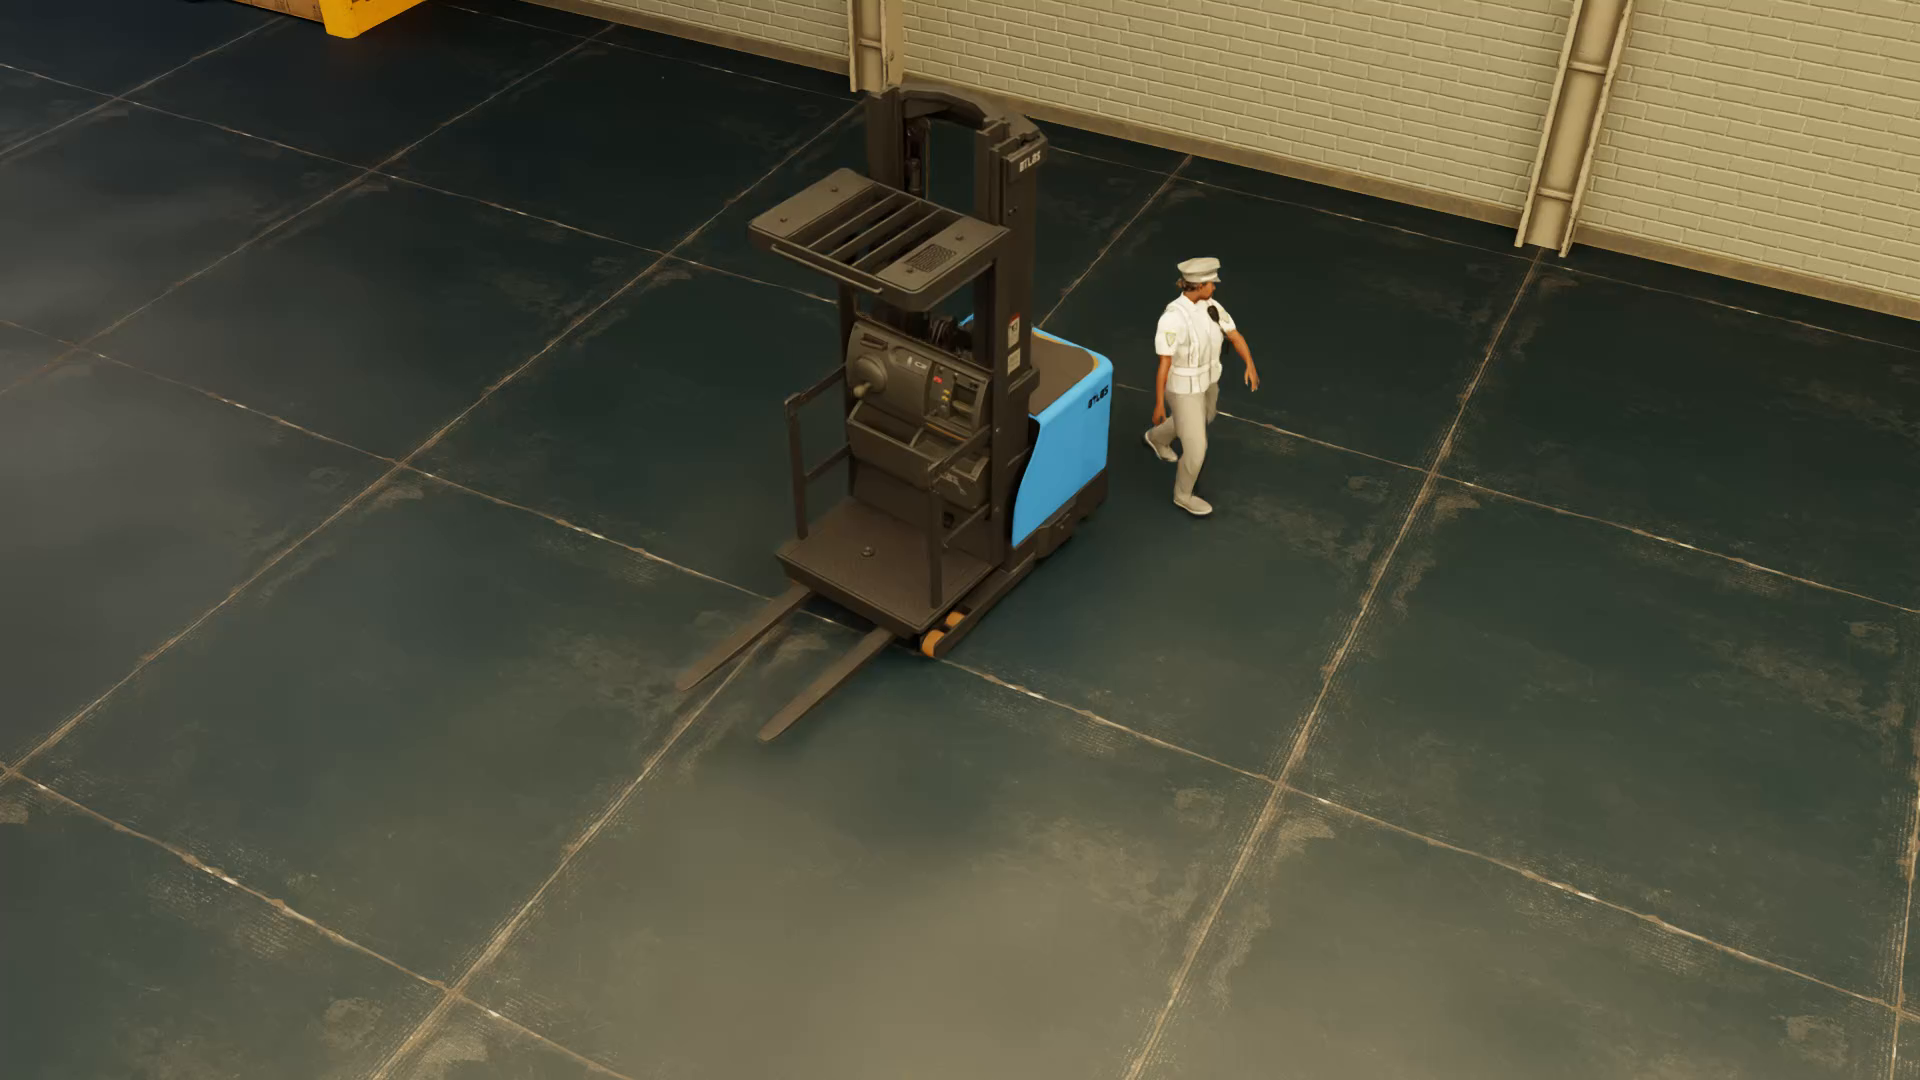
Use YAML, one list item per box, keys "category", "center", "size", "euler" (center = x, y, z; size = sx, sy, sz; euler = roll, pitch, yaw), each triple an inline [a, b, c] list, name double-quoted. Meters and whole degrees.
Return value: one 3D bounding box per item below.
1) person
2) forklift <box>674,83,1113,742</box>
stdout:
- category: "person"
  center: [1.408, -0.910, 10.162]
  size: [0.857, 1.583, 0.694]
  euler: [26, 47, 27]
- category: "forklift"
  center: [-0.365, -0.806, 8.943]
  size: [1.130, 2.935, 3.031]
  euler: [26, 47, 28]
